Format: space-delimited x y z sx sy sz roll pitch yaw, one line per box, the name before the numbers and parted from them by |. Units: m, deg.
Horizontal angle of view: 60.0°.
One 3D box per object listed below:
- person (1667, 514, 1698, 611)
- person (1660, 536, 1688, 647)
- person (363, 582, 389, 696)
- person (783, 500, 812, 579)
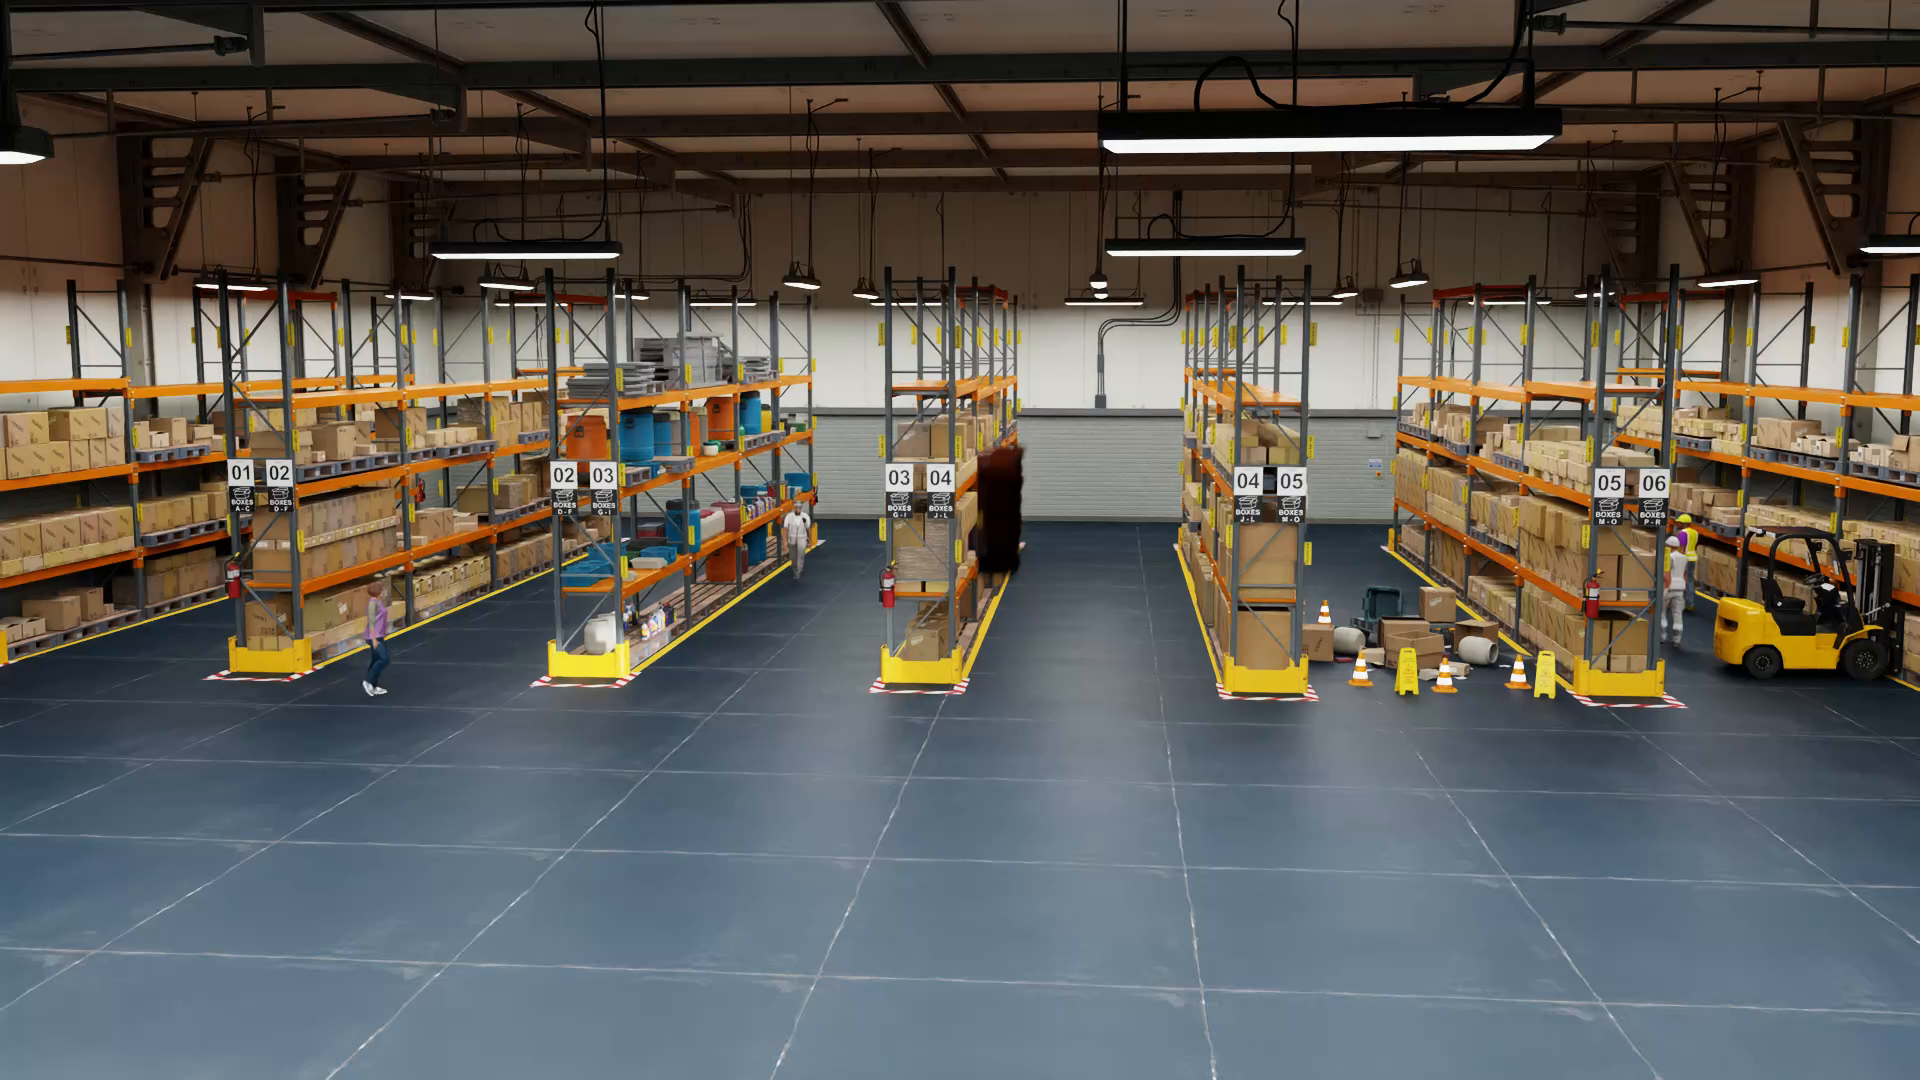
person | 13.374 0.411 30.578 0.546 1.746 0.558 -2 7 -15
person | 11.621 0.859 27.042 0.502 1.822 0.548 0 7 -1
person | -8.169 1.430 23.282 0.391 1.486 0.447 -1 7 -5
person | -3.329 0.013 33.890 0.554 1.673 1.100 0 7 2
